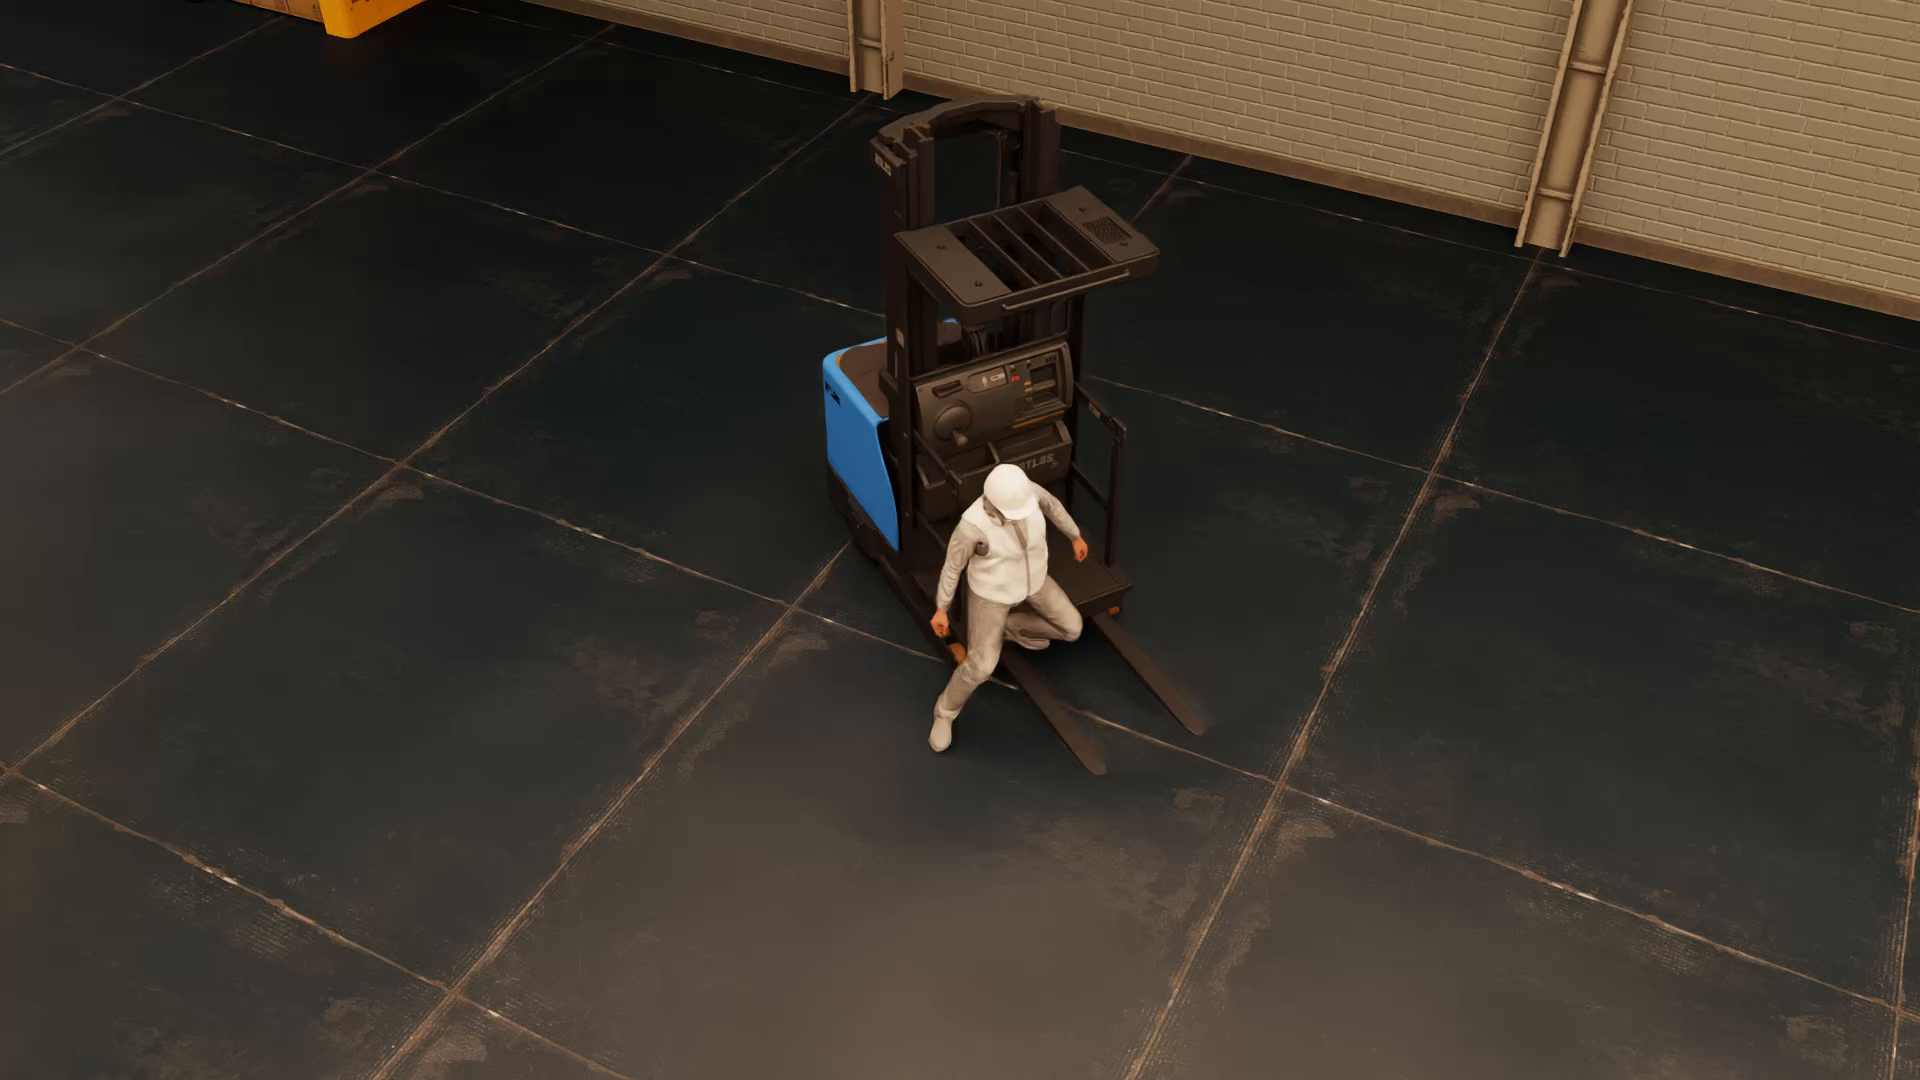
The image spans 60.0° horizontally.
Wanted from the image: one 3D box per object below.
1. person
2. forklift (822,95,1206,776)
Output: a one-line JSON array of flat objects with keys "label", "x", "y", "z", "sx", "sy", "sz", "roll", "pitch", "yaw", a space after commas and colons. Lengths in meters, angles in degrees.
[{"label": "person", "x": 0.239, "y": 0.256, "z": 8.629, "sx": 1.043, "sy": 1.697, "sz": 0.486, "roll": -27, "pitch": 47, "yaw": -28}, {"label": "forklift", "x": 0.293, "y": -0.710, "z": 8.829, "sx": 1.130, "sy": 2.935, "sz": 3.031, "roll": -19, "pitch": 44, "yaw": -21}]
